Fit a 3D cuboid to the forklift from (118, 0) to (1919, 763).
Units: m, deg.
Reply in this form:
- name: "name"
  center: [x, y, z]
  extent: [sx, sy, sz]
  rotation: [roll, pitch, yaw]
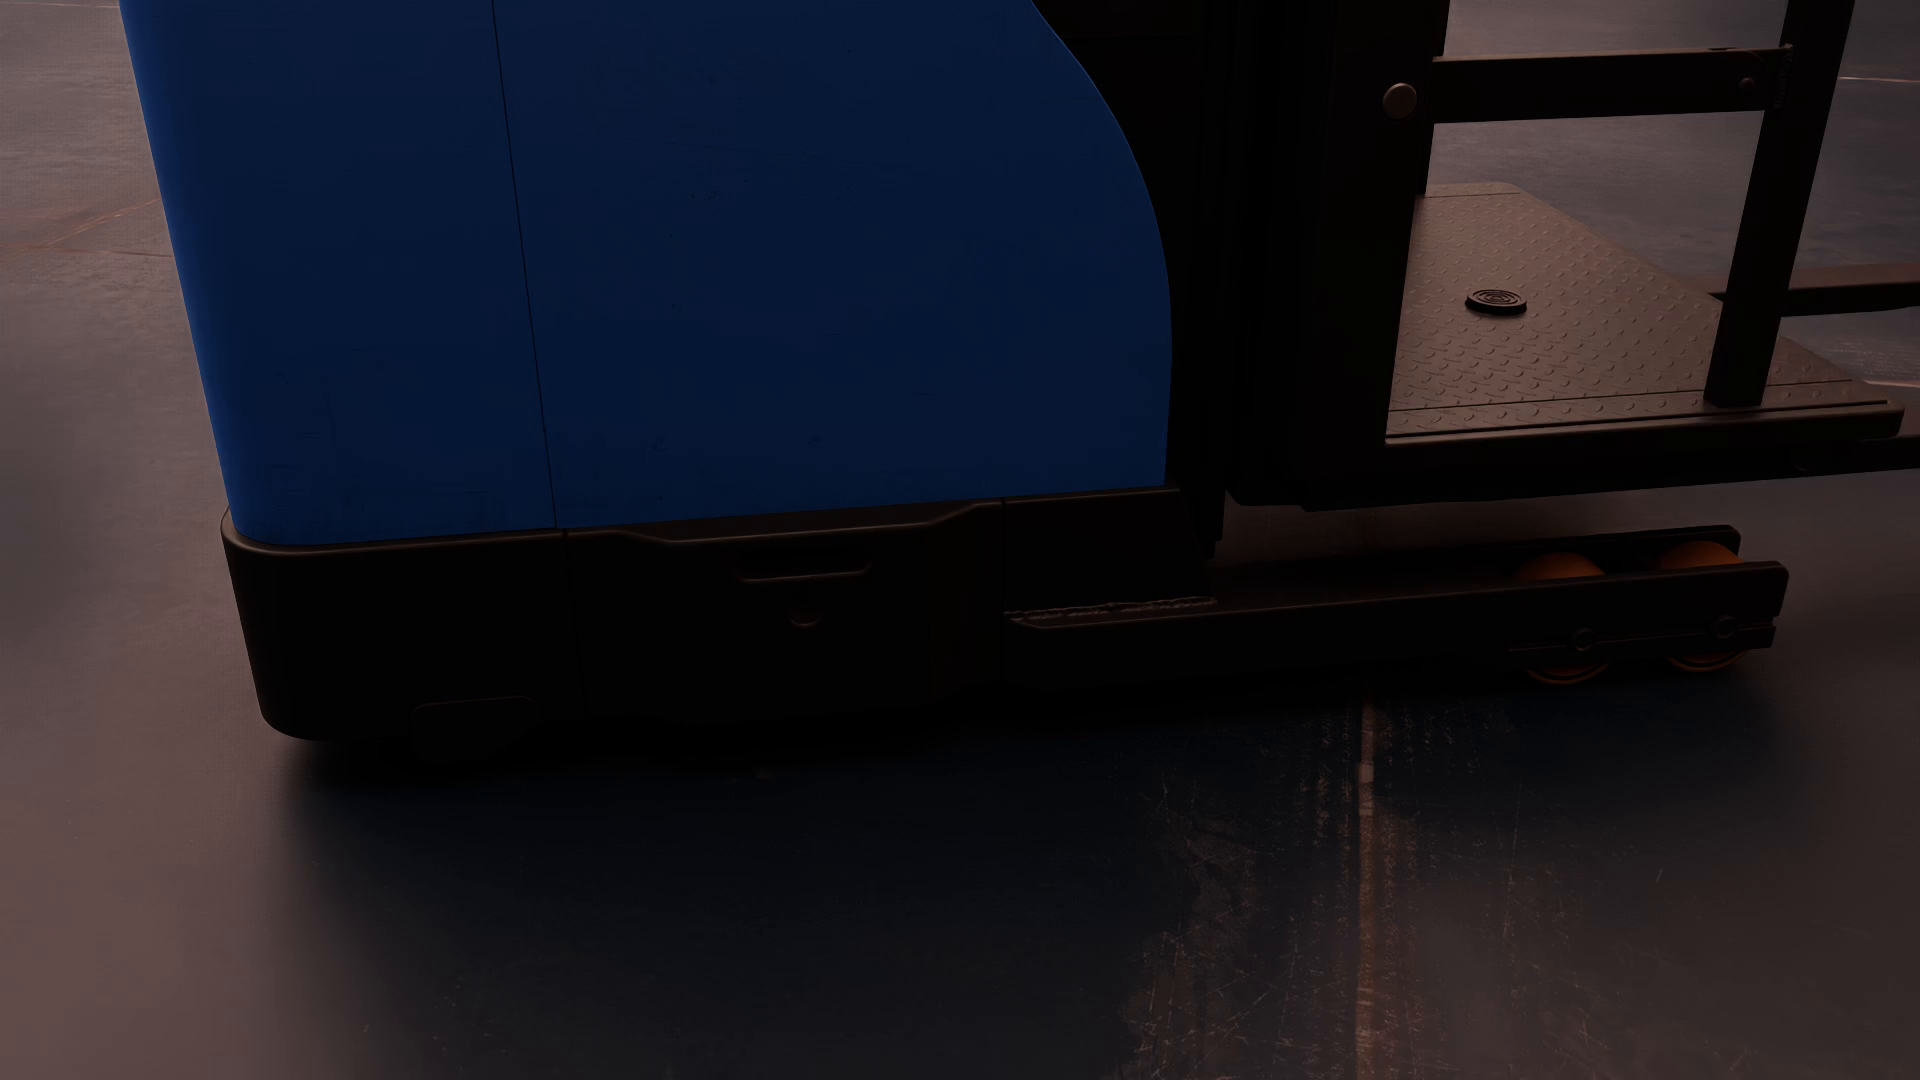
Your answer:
- name: "forklift"
  center: [0.600, -1.354, 1.930]
  extent: [3.031, 2.935, 1.130]
  rotation: [-4, 27, -9]
